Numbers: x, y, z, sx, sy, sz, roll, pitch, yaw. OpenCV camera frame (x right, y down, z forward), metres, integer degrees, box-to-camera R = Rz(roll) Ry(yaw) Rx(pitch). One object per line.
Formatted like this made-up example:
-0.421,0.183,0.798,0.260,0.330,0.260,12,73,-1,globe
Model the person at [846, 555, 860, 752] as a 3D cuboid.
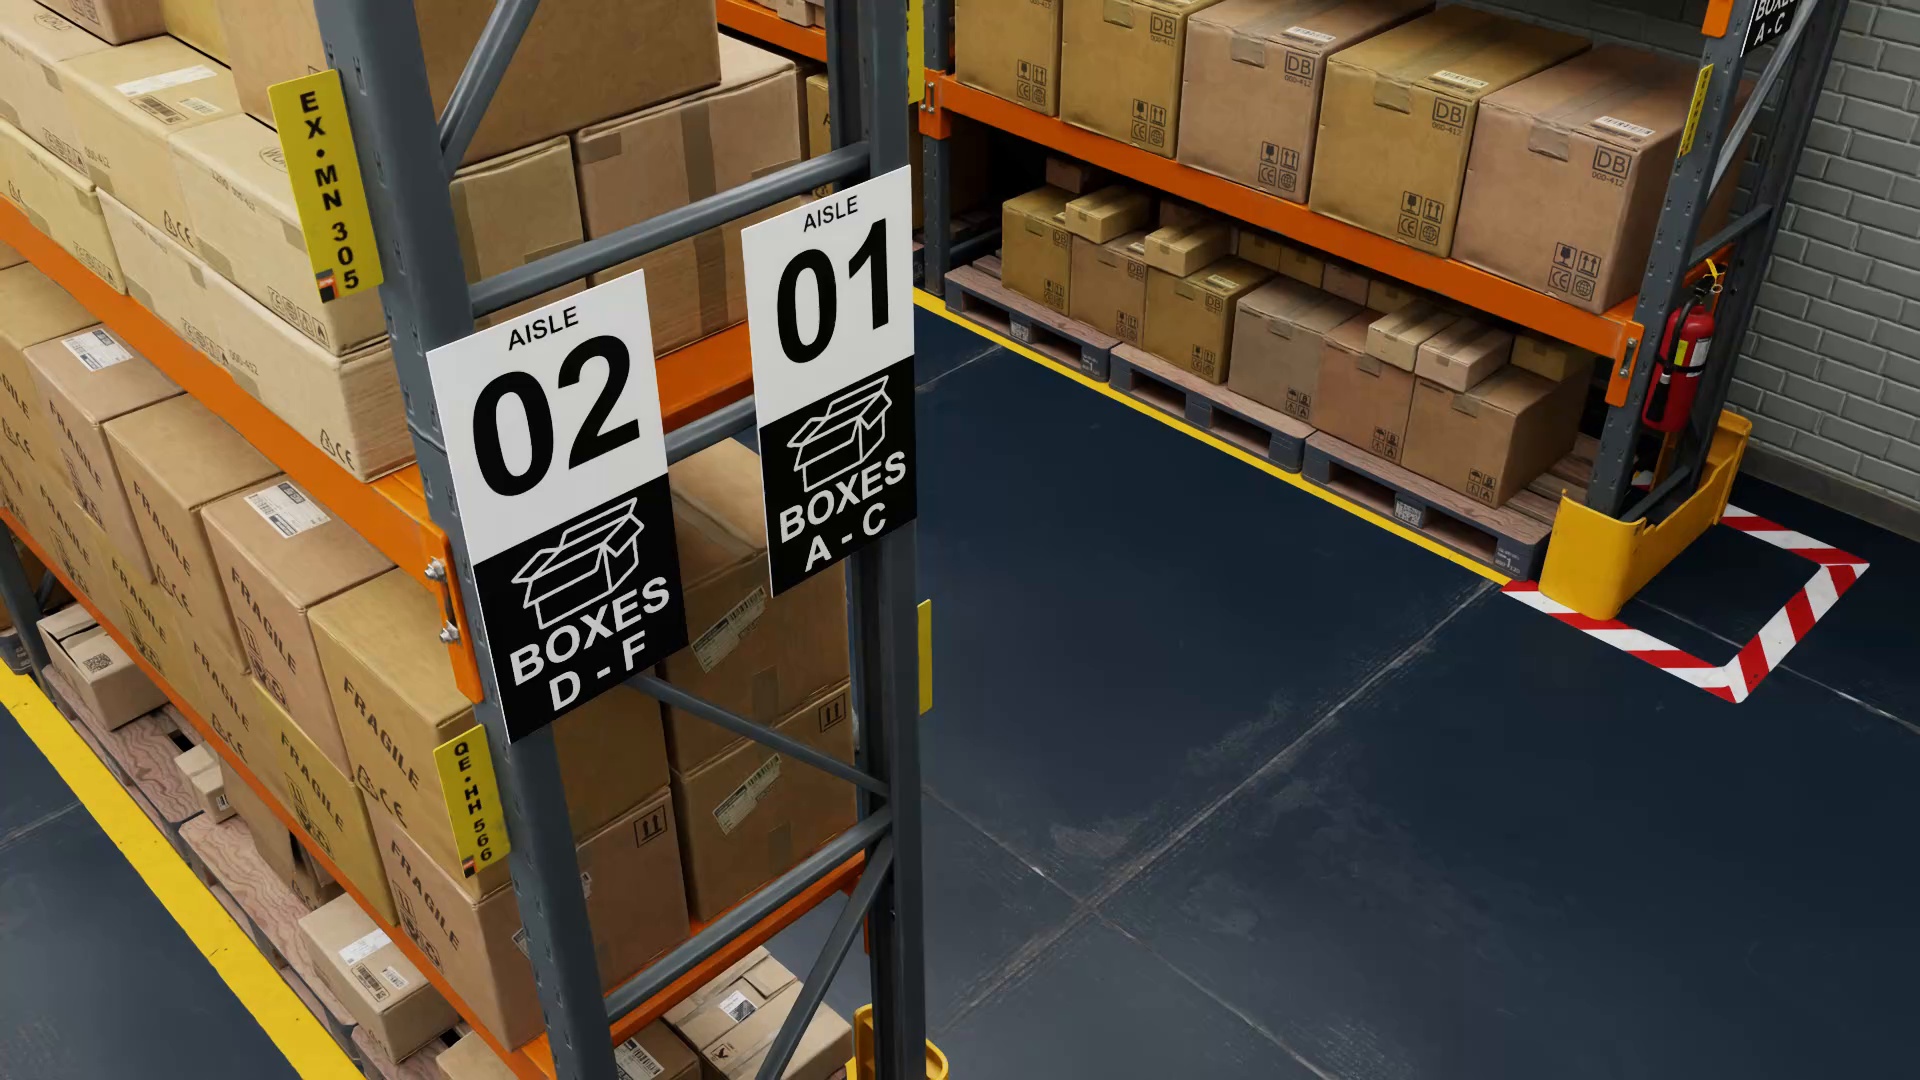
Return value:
-0.519,0.063,6.015,0.598,1.656,0.546,-3,36,-4,person
